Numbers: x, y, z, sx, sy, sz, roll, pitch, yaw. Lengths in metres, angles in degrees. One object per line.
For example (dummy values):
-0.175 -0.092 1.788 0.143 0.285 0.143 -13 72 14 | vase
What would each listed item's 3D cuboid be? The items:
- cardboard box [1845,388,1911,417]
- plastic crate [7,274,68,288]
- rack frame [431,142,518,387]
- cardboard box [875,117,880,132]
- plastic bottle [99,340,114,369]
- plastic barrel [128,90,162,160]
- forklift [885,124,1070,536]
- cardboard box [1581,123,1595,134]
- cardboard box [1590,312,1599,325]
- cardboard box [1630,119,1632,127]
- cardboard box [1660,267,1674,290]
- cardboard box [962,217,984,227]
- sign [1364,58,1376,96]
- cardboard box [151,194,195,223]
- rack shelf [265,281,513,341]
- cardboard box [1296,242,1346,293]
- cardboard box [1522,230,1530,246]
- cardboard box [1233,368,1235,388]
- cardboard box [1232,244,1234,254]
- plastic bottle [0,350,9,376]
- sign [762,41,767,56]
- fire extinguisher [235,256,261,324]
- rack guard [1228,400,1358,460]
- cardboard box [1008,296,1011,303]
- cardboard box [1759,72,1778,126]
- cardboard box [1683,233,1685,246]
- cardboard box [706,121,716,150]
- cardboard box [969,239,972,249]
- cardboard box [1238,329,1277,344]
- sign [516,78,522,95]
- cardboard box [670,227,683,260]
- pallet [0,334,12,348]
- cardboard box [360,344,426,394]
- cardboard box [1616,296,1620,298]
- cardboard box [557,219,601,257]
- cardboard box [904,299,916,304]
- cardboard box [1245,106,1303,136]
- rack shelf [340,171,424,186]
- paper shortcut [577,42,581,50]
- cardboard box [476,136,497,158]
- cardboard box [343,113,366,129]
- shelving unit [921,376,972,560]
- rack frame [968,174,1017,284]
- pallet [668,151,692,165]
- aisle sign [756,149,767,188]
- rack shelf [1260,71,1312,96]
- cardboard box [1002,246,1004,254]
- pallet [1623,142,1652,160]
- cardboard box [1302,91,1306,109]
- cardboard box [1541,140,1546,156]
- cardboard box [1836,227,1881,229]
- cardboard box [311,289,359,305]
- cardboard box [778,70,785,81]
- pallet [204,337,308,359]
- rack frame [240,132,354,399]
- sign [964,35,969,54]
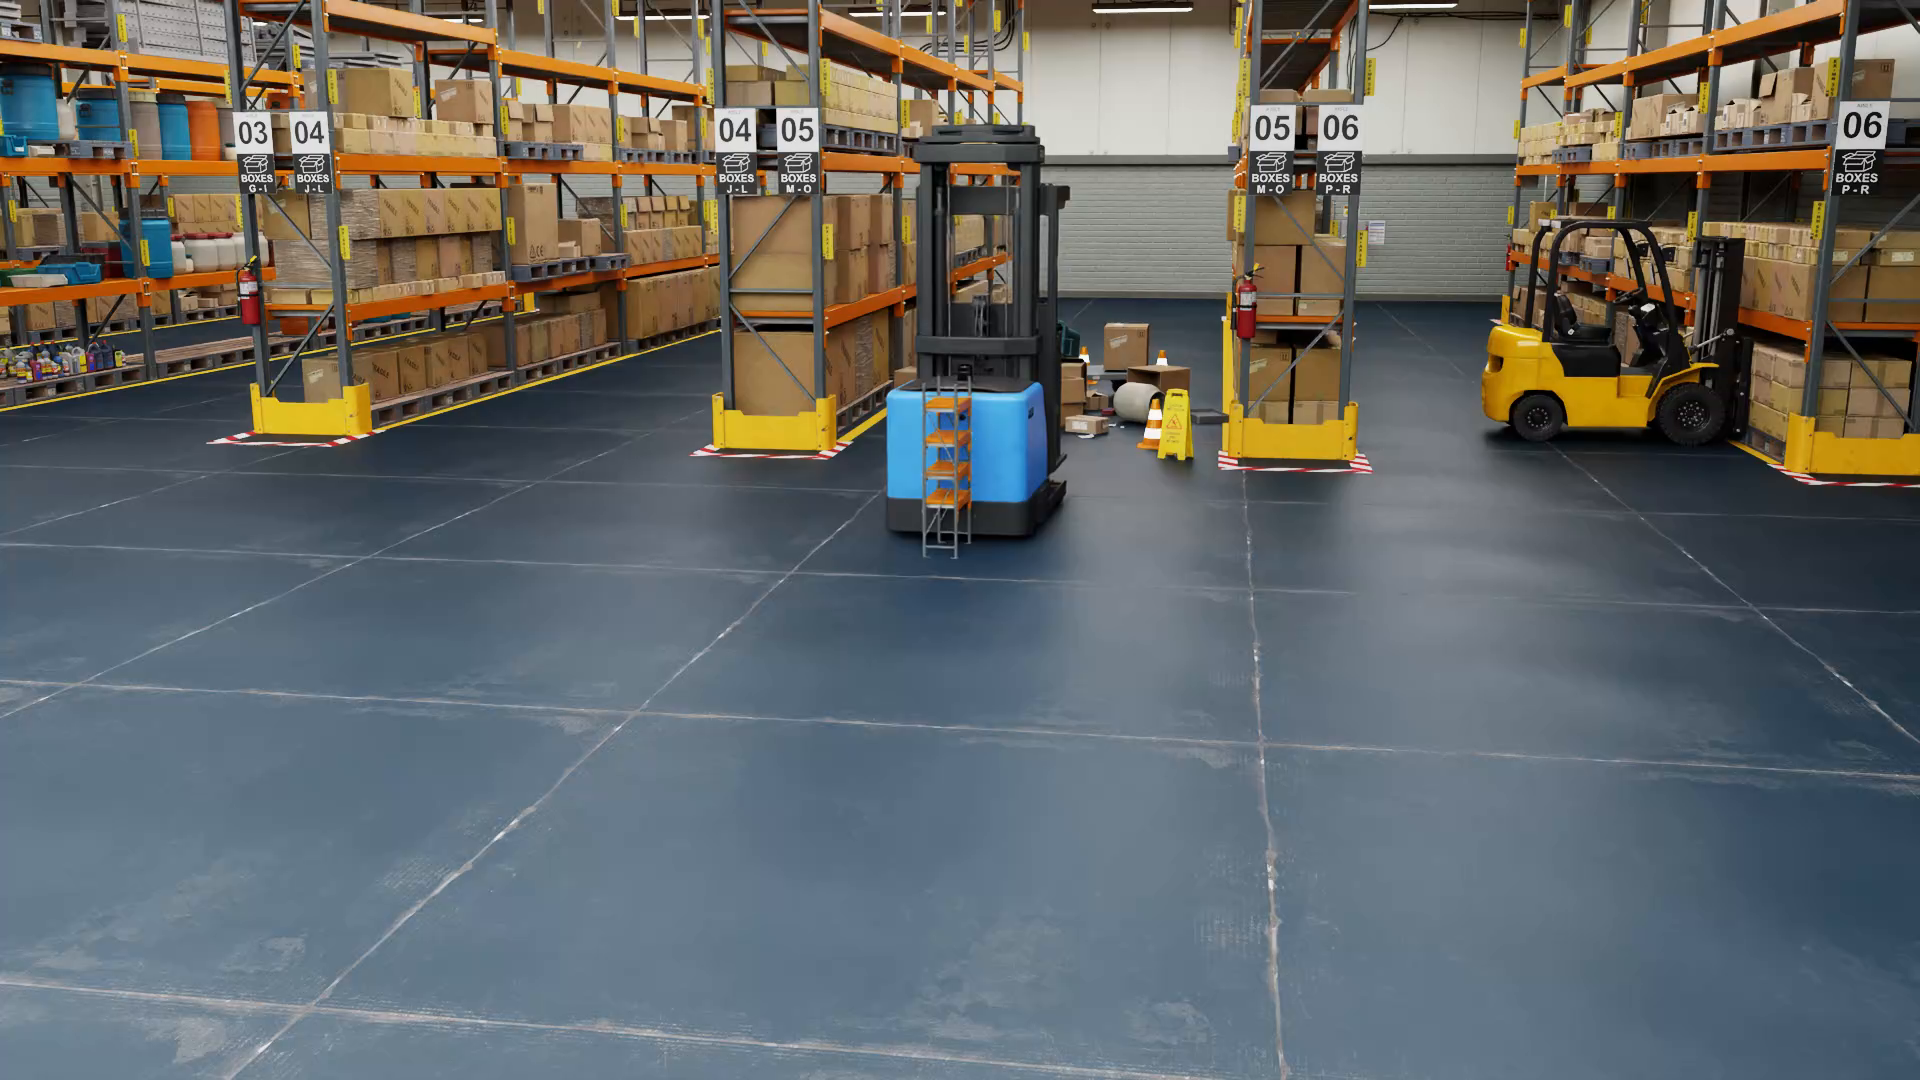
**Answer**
8.290 -1.281 15.158 0.500 0.250 0.500 2 12 10 | cardboard box
-10.963 -3.083 19.805 0.530 0.136 0.437 2 12 9 | plastic crate
-6.070 -3.398 20.639 1.000 3.000 0.127 2 12 9 | rack frame
-1.080 -4.516 18.070 0.380 0.149 0.250 2 12 10 | cardboard box
-10.778 -2.335 20.951 0.144 0.351 0.185 2 12 7 | plastic bottle
-10.999 -5.519 22.170 0.600 0.901 0.600 0 12 0 | plastic barrel
0.253 -1.722 13.028 1.130 2.935 3.031 2 12 11 | forklift
9.200 -5.955 24.039 0.380 0.149 0.250 2 12 9 | cardboard box
9.183 -2.931 23.412 0.500 0.500 0.500 2 12 8 | cardboard box
9.003 -5.564 22.273 0.380 0.149 0.250 2 12 10 | cardboard box
8.519 -3.061 19.435 0.500 0.250 0.500 2 12 8 | cardboard box
0.177 -5.165 27.026 0.380 0.149 0.250 2 12 11 | cardboard box
3.643 -4.120 14.796 0.100 0.325 0.005 2 12 9 | sign
-14.277 -6.011 30.156 0.500 0.500 0.500 2 12 10 | cardboard box
-6.377 -2.630 18.783 1.077 0.370 4.000 2 12 9 | rack shelf
3.531 -2.636 16.160 0.500 0.500 0.500 2 12 10 | cardboard box
9.985 -5.190 28.607 0.500 0.250 0.500 2 12 8 | cardboard box
3.365 -1.824 18.865 0.500 0.250 0.500 1 12 6 | cardboard box
4.908 -5.108 28.338 0.500 0.500 0.500 2 12 8 | cardboard box
-11.621 -2.157 20.126 0.144 0.351 0.185 2 12 11 | plastic bottle
-3.690 -9.303 31.396 0.100 0.325 0.005 2 12 9 | sign
-7.158 -2.518 16.742 0.296 0.674 0.183 2 12 9 | fire extinguisher
3.119 -1.038 15.622 1.175 0.500 0.348 2 12 9 | rack guard
0.717 -4.335 30.054 0.380 0.149 0.250 2 12 9 | cardboard box
8.224 -4.285 16.159 0.797 0.503 0.637 2 12 10 | cardboard box
8.572 -3.464 19.171 0.380 0.149 0.250 2 12 9 | cardboard box
-4.691 -7.109 29.269 0.700 0.500 0.500 3 12 12 | cardboard box
-0.017 -4.603 25.833 0.380 0.149 0.250 2 12 11 | cardboard box
2.963 -2.043 16.561 0.380 0.149 0.250 2 12 10 | cardboard box
-8.572 -8.817 32.310 0.100 0.325 0.005 2 12 9 | sign
-4.798 -4.794 26.880 0.500 0.500 0.500 2 12 8 | cardboard box
-15.407 -3.019 25.500 1.003 0.211 1.213 2 12 9 | pallet
-6.399 -1.933 18.779 0.500 0.500 0.500 3 13 14 | cardboard box
9.929 -3.525 24.629 0.380 0.149 0.250 2 12 9 | cardboard box
-5.485 -4.251 23.366 0.700 0.500 0.500 4 13 17 | cardboard box
-0.883 -2.848 22.432 1.050 0.750 0.750 2 12 10 | cardboard box
2.920 -3.898 15.489 0.500 0.250 0.500 2 12 8 | cardboard box
-10.041 -5.922 26.939 1.077 0.370 4.000 2 12 9 | rack shelf
-5.770 -7.523 25.210 0.009 0.170 0.078 12 -17 6 | paper shortcut
-5.882 -4.687 19.859 0.500 0.250 0.500 2 12 11 | cardboard box
-6.279 -4.254 16.900 0.380 0.149 0.250 2 12 10 | cardboard box
-0.089 -0.508 11.503 0.258 1.200 0.503 2 12 11 | shelving unit
0.661 -5.714 31.387 1.000 3.000 0.127 2 12 9 | rack frame
-4.932 -6.243 27.178 0.805 0.209 1.217 1 12 6 | pallet
-3.917 -7.172 31.981 0.394 0.787 0.004 2 12 9 | aisle sign
4.645 -6.711 24.431 1.077 0.370 4.000 2 12 9 | rack shelf
0.568 -5.083 29.053 0.380 0.149 0.250 2 12 11 | cardboard box
9.227 -4.979 21.305 1.213 0.211 1.003 2 12 11 | pallet
3.387 -4.098 15.470 0.380 0.149 0.250 2 12 8 | cardboard box
9.844 -6.444 27.303 0.500 0.250 0.500 2 12 10 | cardboard box
8.582 -2.925 15.963 0.380 0.149 0.250 2 12 7 | cardboard box
-6.405 -2.494 17.041 0.380 0.149 0.250 2 12 9 | cardboard box
-1.965 -4.611 16.619 0.380 0.149 0.250 2 12 10 | cardboard box
-10.506 -2.868 24.799 1.003 0.211 1.213 2 12 9 | pallet
-6.685 -2.565 16.775 1.000 3.000 0.127 2 12 9 | rack frame
0.125 -9.159 30.730 0.100 0.325 0.005 2 12 9 | sign
